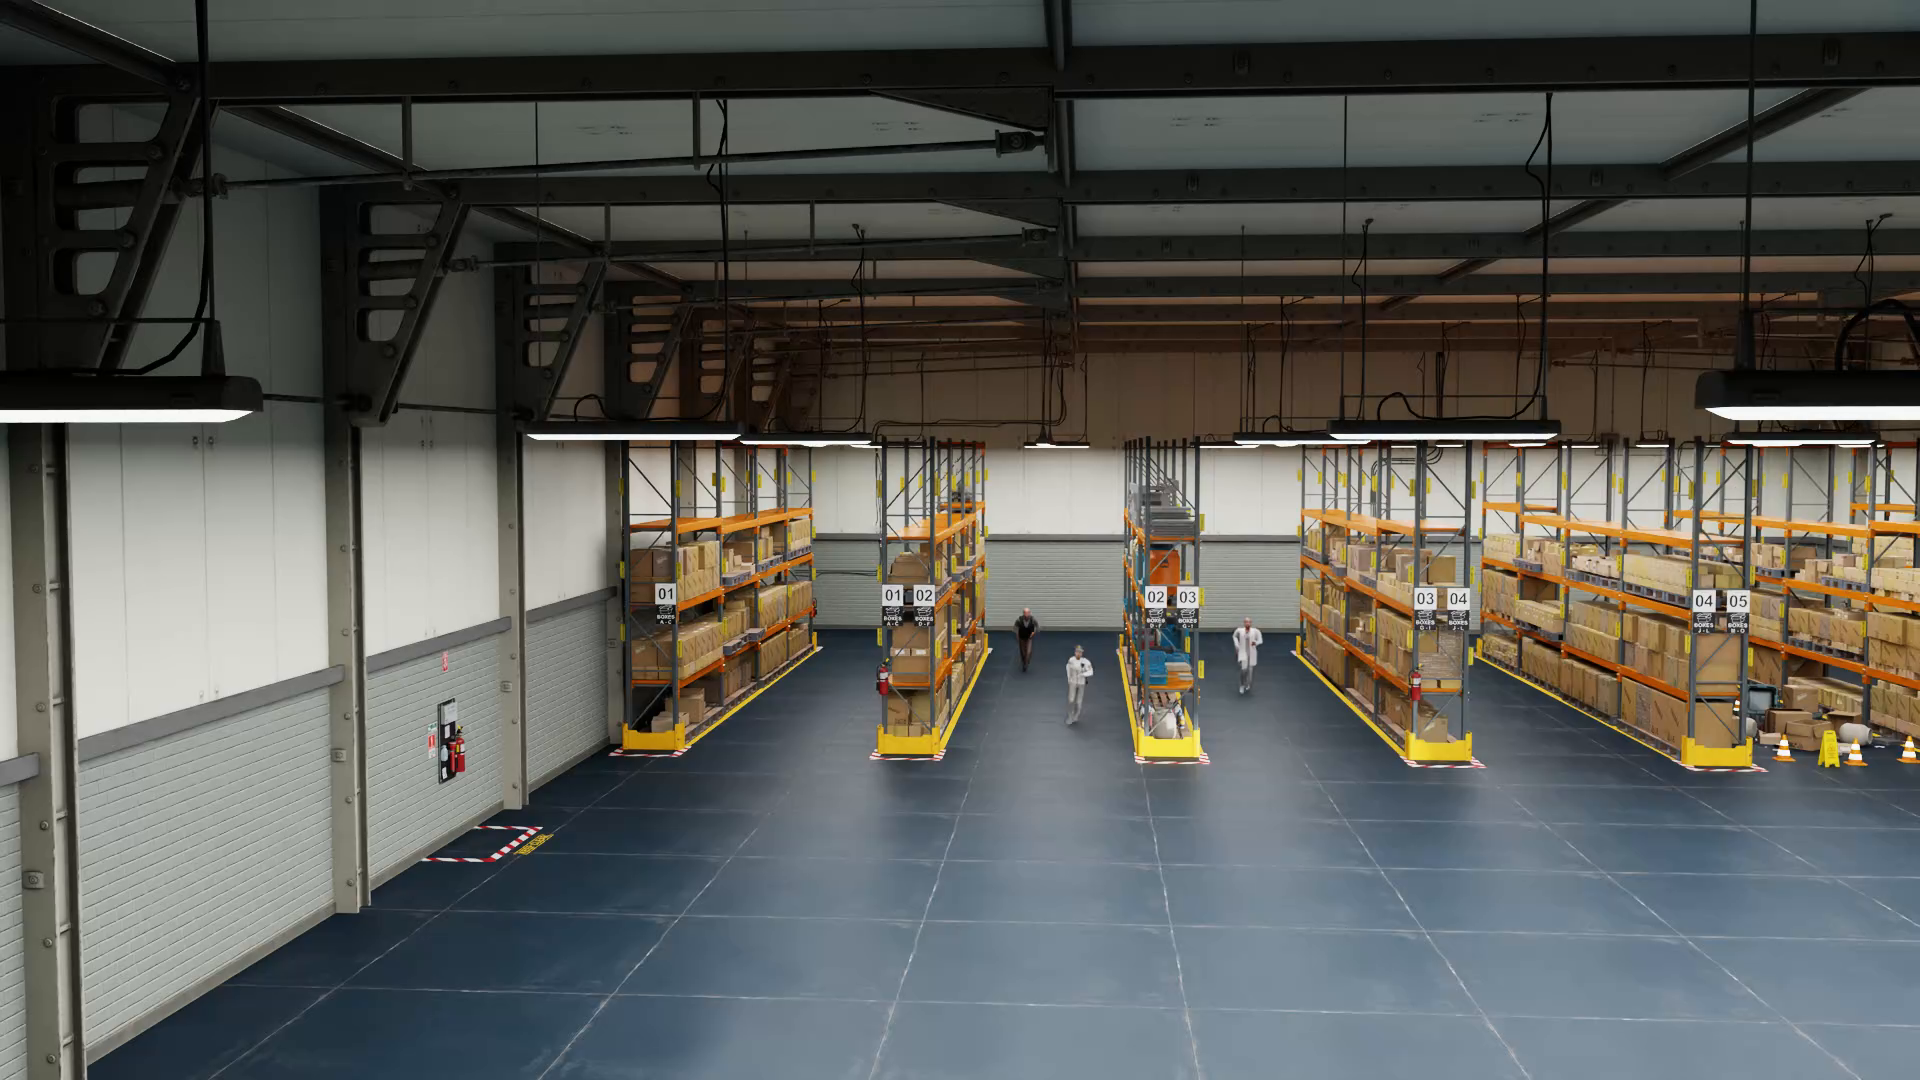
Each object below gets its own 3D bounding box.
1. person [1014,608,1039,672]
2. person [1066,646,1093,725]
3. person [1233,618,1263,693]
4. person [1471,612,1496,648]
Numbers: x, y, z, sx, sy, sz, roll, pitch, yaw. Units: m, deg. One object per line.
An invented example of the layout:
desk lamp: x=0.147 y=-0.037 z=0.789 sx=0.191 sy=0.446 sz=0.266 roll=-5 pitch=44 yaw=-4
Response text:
person: x=1.732 y=2.595 z=43.468 sx=0.656 sy=1.667 sz=0.807 roll=0 pitch=3 yaw=-3
person: x=2.495 y=3.043 z=34.809 sx=0.595 sy=1.709 sz=0.696 roll=1 pitch=3 yaw=13
person: x=6.817 y=2.736 z=39.418 sx=0.671 sy=1.804 sz=0.793 roll=0 pitch=3 yaw=6
person: x=15.119 y=2.292 z=47.644 sx=0.992 sy=1.734 sz=0.722 roll=2 pitch=4 yaw=32
